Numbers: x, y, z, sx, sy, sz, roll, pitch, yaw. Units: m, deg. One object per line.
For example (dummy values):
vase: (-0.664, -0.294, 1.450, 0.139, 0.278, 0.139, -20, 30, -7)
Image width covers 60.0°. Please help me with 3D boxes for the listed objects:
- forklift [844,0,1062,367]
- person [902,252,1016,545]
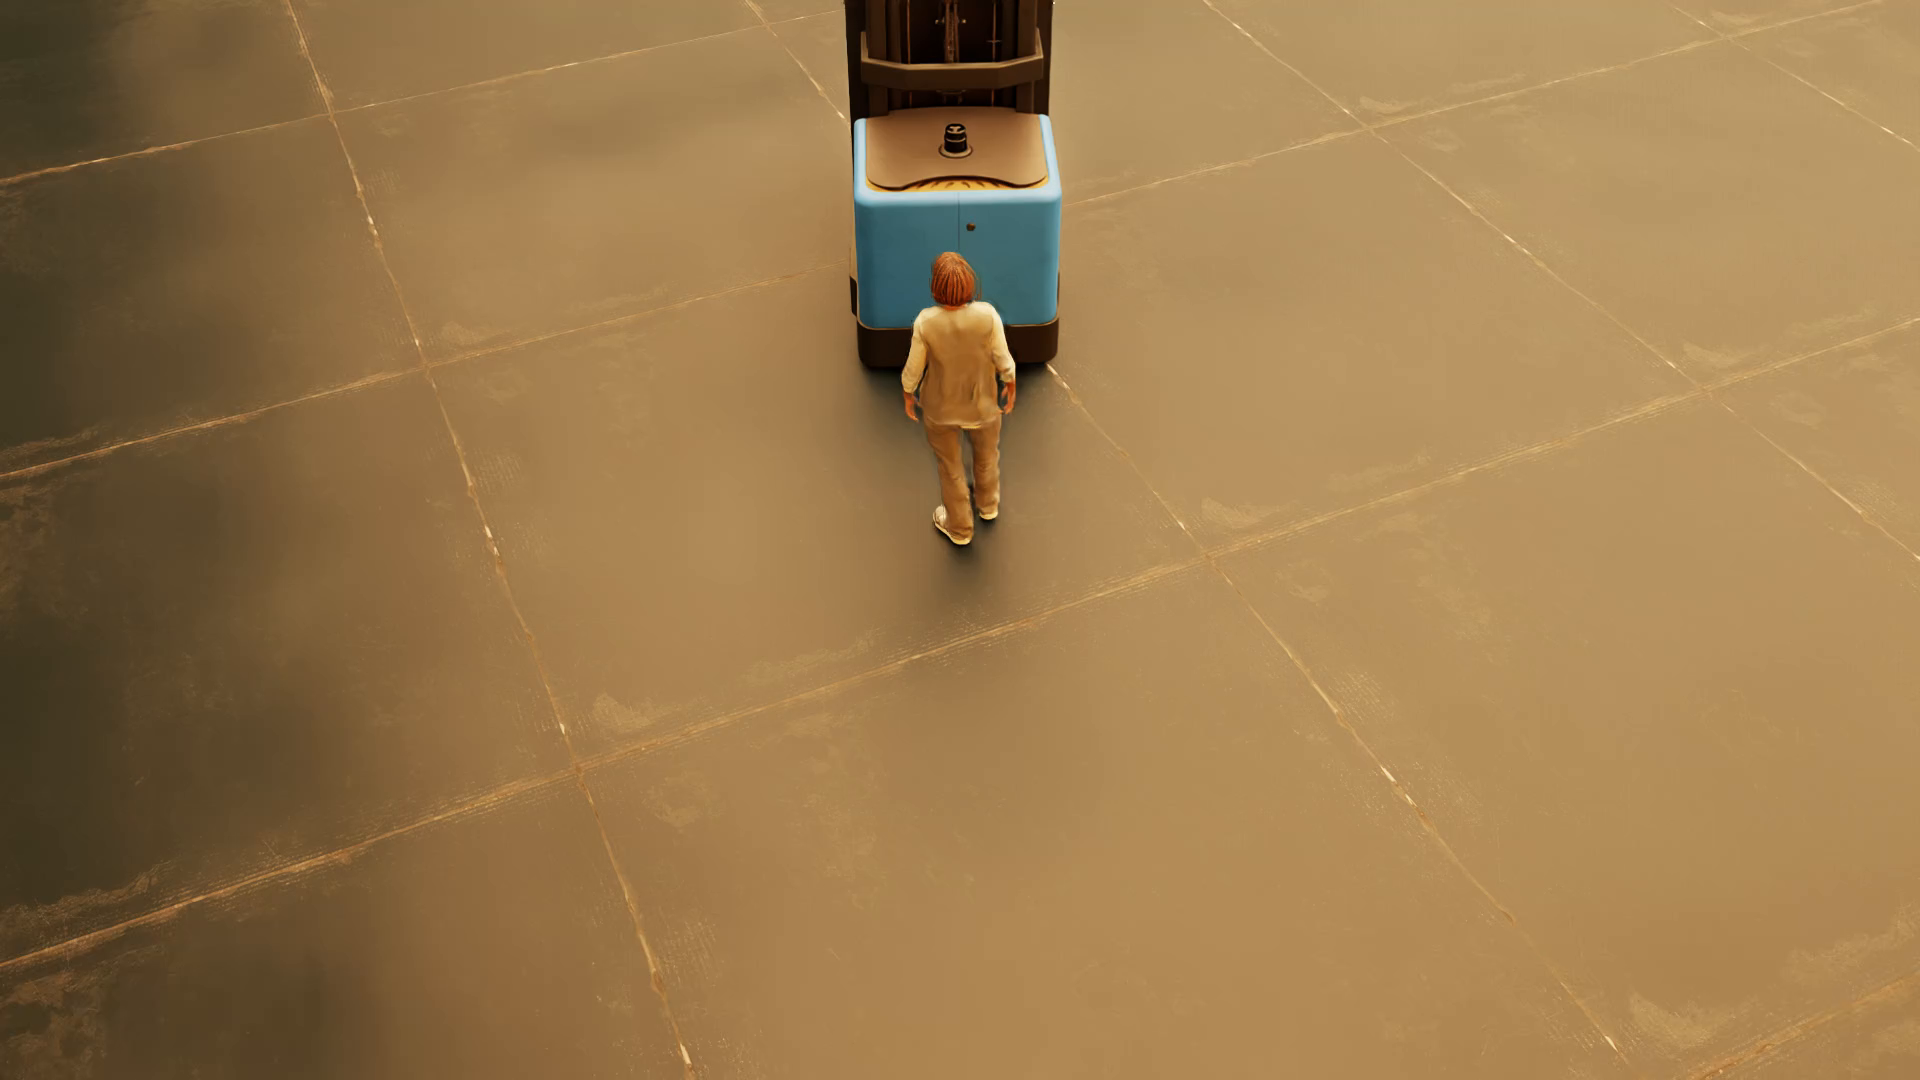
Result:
forklift: (-0.070, -2.968, 8.860, 1.130, 2.935, 3.031, -2, 43, -2)
person: (-0.007, -0.661, 7.360, 0.497, 1.598, 0.533, -1, 43, -2)
